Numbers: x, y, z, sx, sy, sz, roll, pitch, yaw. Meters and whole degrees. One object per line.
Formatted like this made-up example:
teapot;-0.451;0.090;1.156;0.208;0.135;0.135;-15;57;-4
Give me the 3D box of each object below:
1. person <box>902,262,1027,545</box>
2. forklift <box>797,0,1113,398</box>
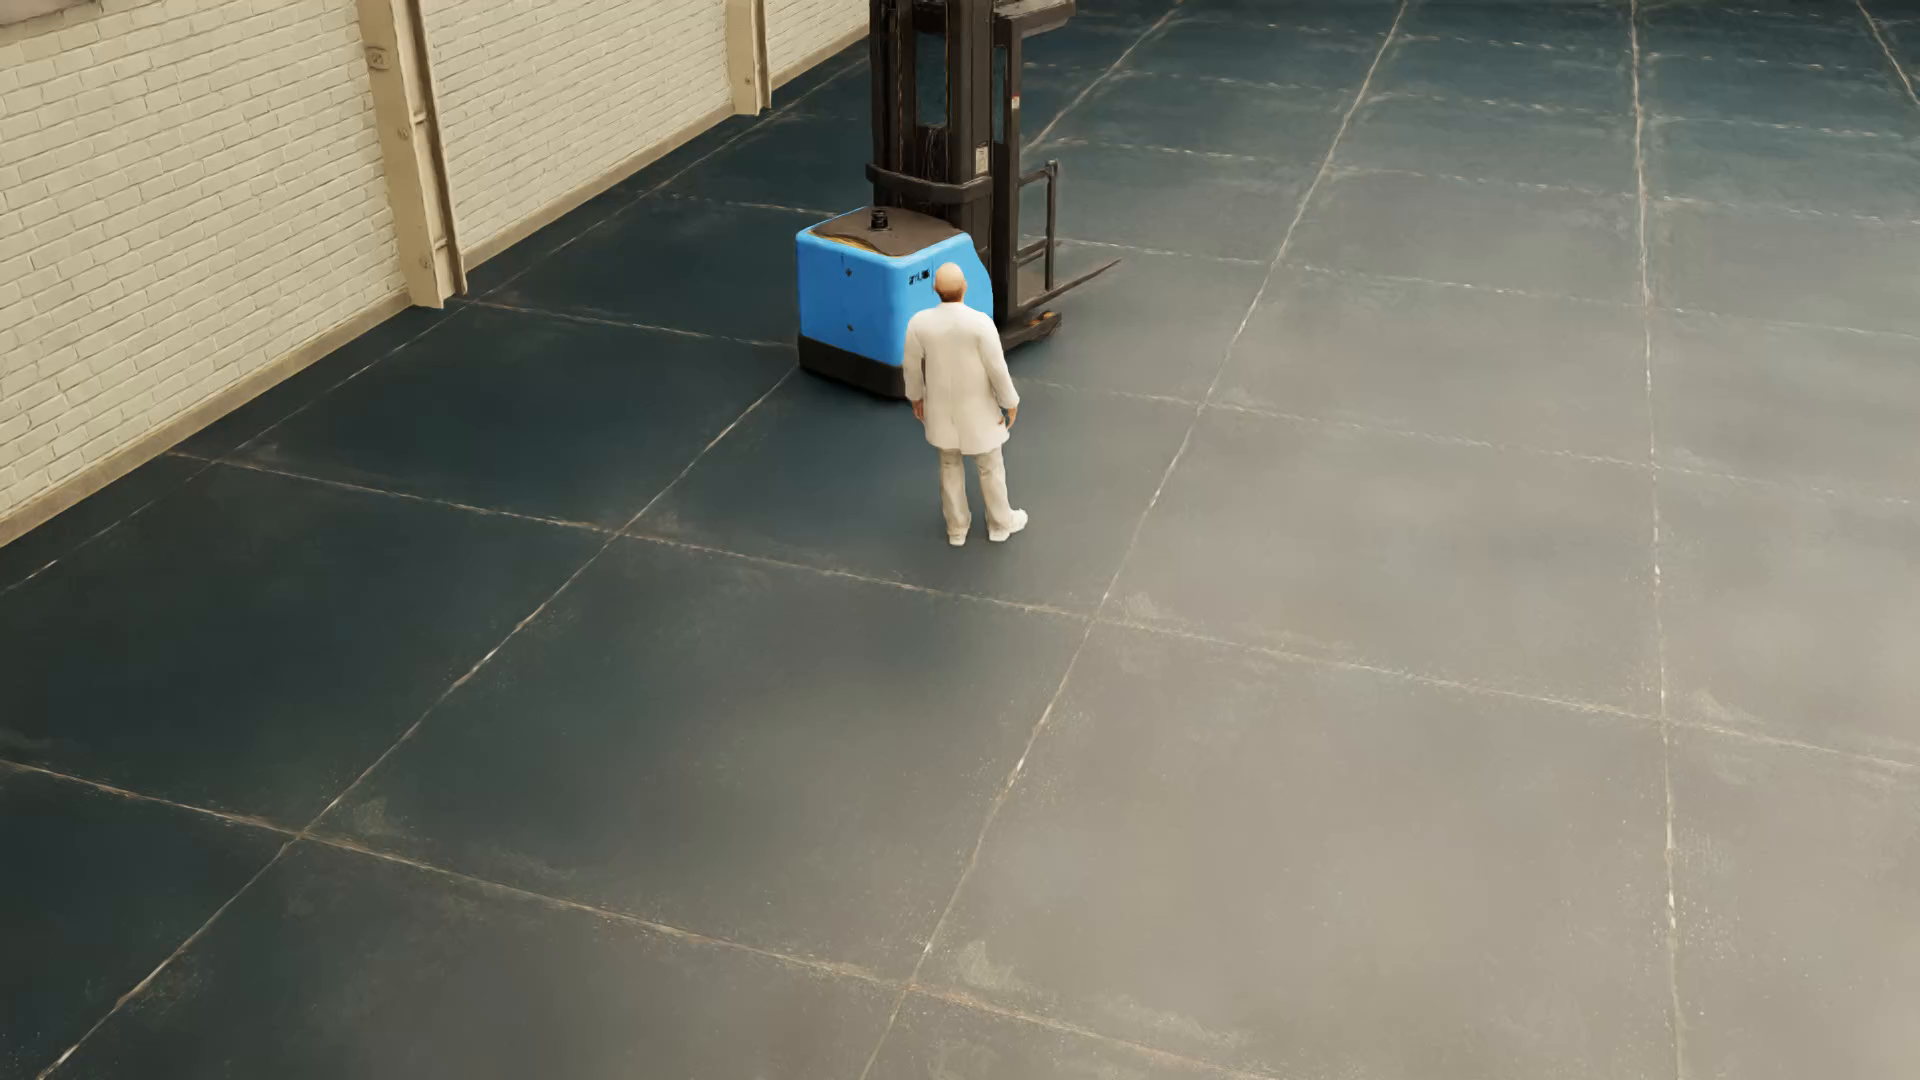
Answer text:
person;0.034;-0.820;9.726;0.694;1.776;0.580;10;31;16
forklift;0.109;-2.946;12.305;1.130;2.935;3.031;20;35;31
